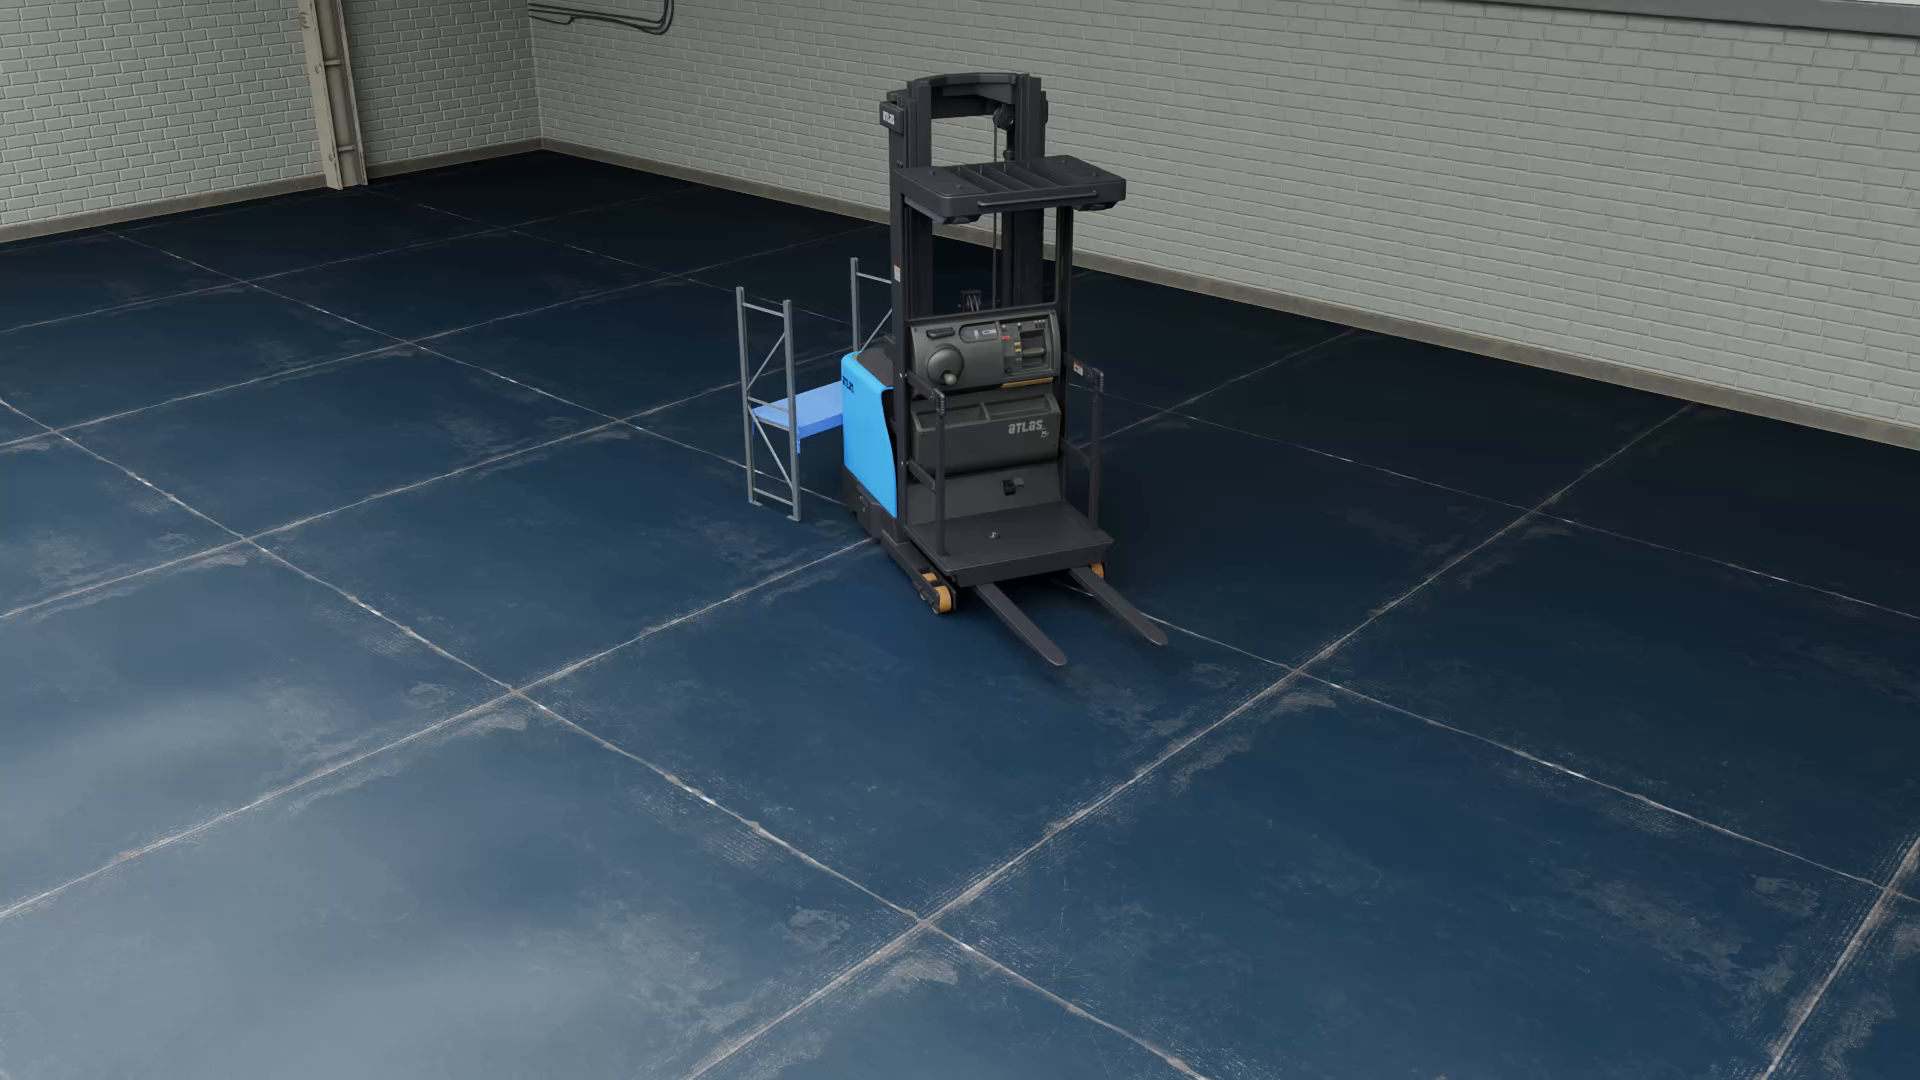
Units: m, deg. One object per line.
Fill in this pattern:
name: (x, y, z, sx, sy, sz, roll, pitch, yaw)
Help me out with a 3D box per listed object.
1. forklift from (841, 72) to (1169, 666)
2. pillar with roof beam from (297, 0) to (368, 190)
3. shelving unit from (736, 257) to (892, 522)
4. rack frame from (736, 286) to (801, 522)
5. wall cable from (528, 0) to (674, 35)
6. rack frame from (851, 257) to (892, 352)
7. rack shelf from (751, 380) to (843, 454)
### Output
forklift: (0.241, -1.099, 9.619, 1.130, 2.935, 3.031, -10, 26, -20)
pillar with roof beam: (-4.352, -7.307, 16.048, 9.100, 9.000, 0.400, 20, 31, 38)
shelving unit: (-0.902, -1.031, 11.213, 0.538, 1.500, 1.048, 21, 31, 39)
rack frame: (-1.248, -0.879, 10.874, 0.500, 1.500, 0.032, 21, 31, 39)
wall cable: (-4.607, -7.602, 20.501, 3.097, 2.526, 0.112, 20, 31, 38)
rack frame: (-0.555, -1.183, 11.553, 0.500, 1.500, 0.032, 21, 31, 39)
rack shelf: (-0.901, -0.867, 11.287, 0.538, 0.185, 1.000, 21, 31, 39)
